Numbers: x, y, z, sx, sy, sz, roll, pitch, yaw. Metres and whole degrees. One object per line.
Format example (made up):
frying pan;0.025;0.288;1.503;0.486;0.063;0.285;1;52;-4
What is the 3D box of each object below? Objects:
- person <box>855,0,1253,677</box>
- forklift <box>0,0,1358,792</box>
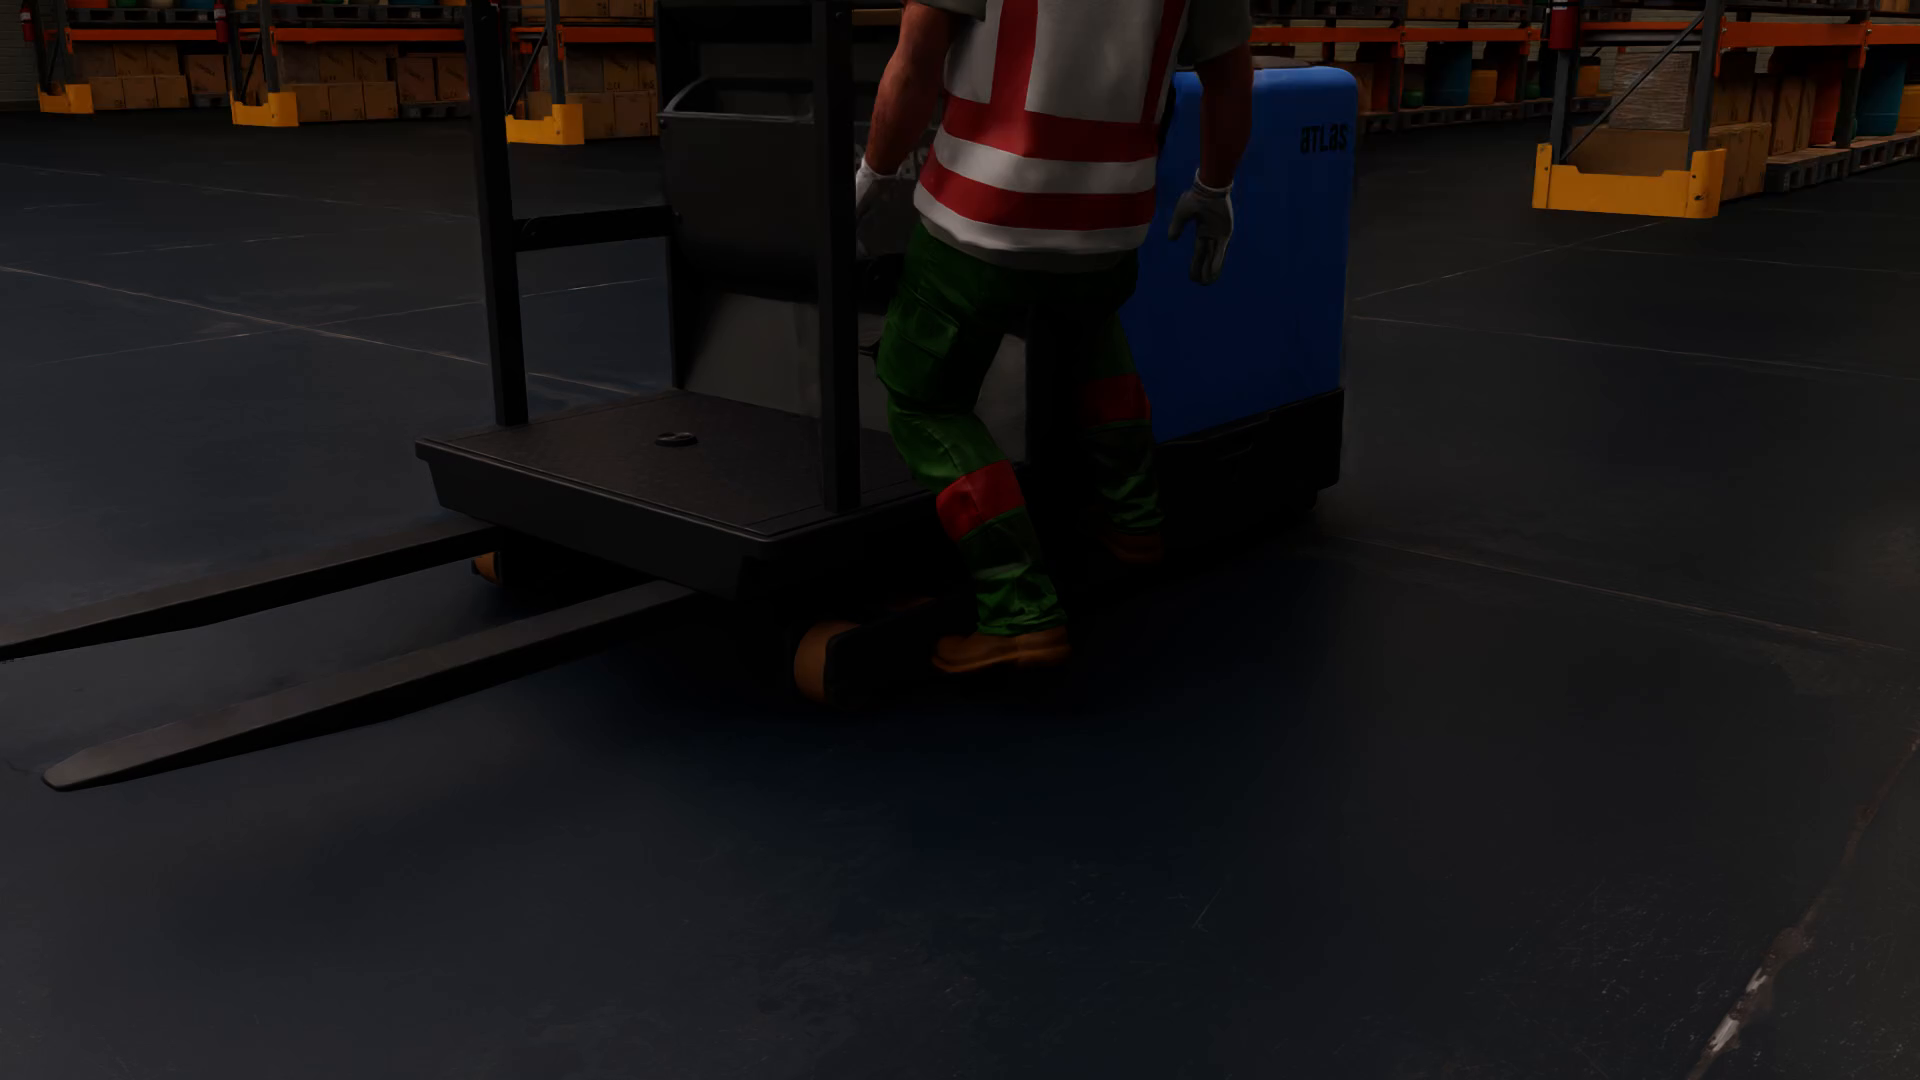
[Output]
person;0.161;-0.602;2.924;0.778;1.688;0.610;-7;18;-21
forklift;-0.399;-1.264;3.061;1.130;2.935;3.031;14;22;39
